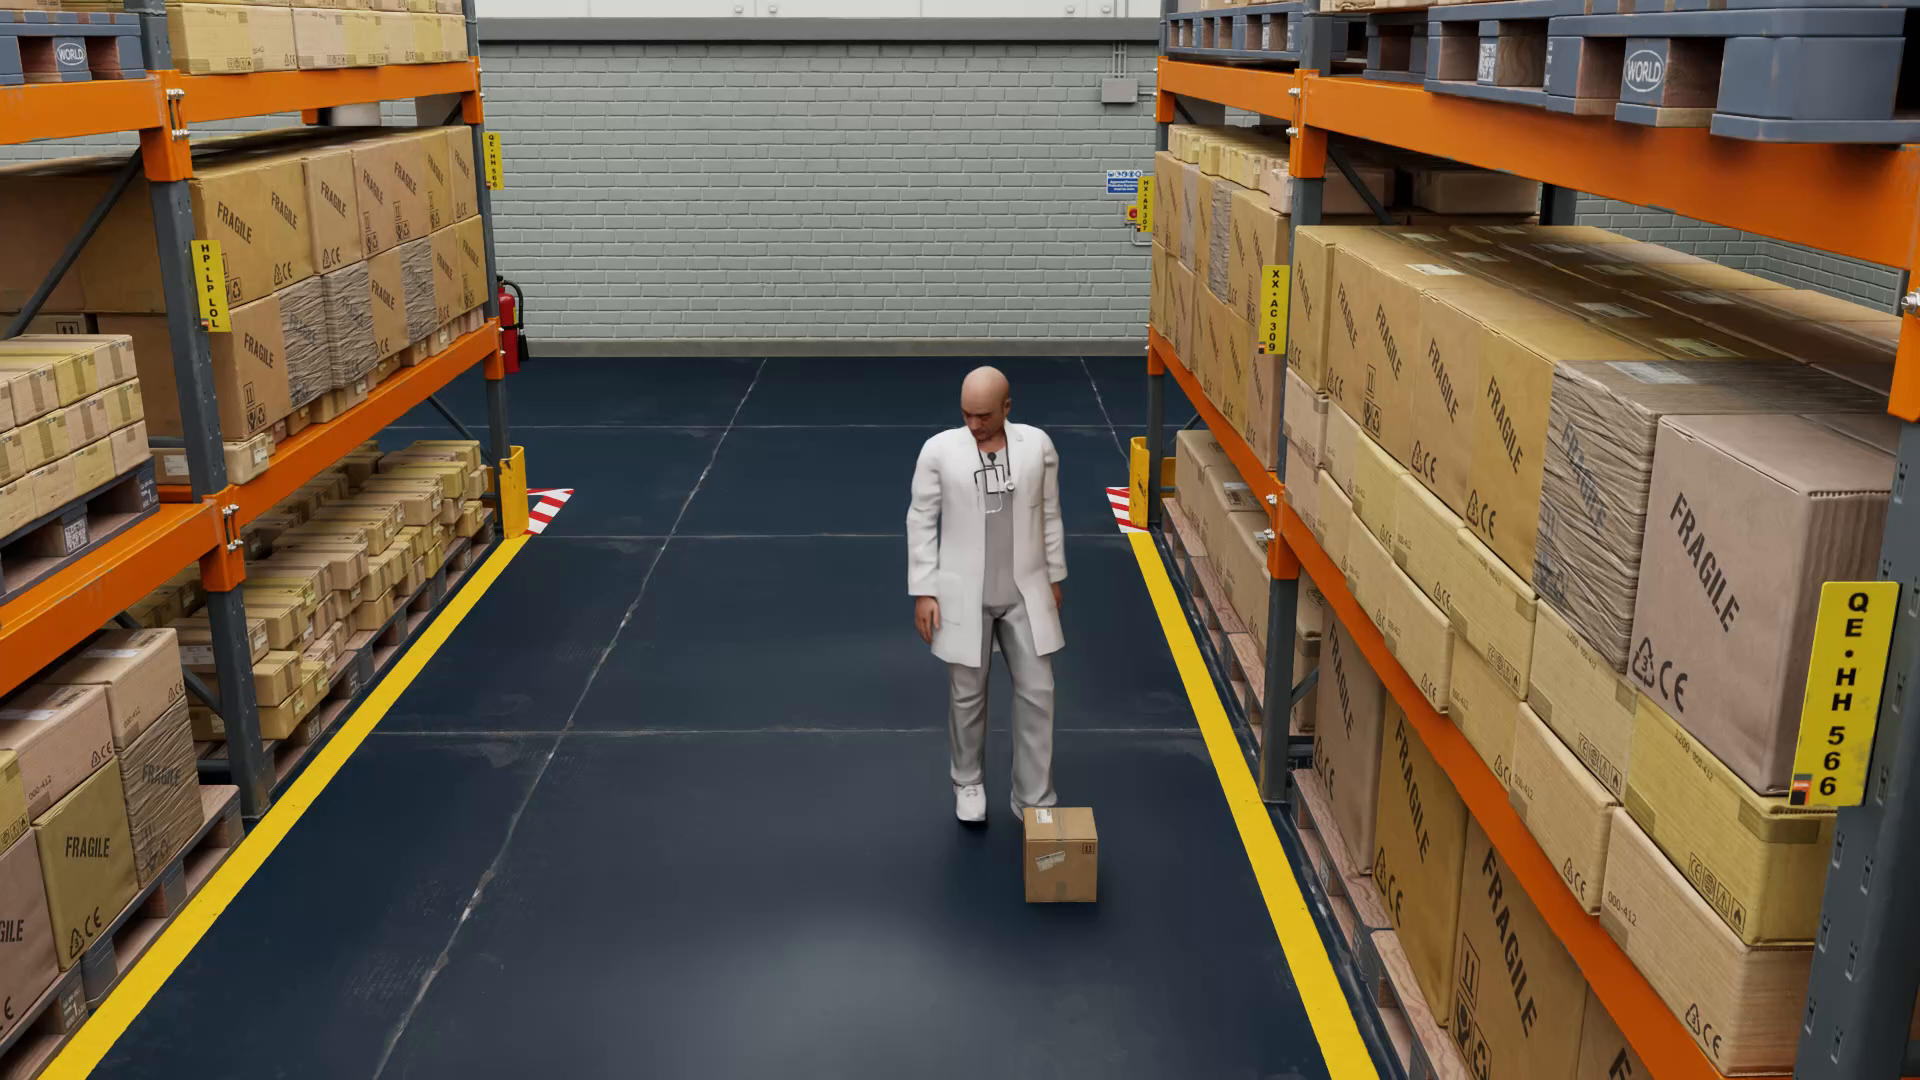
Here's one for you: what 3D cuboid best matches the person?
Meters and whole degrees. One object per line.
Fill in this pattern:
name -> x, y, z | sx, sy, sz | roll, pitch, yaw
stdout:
person -> 0.122, 0.261, 6.218 | 0.617, 1.814, 0.606 | -2, 17, -8
